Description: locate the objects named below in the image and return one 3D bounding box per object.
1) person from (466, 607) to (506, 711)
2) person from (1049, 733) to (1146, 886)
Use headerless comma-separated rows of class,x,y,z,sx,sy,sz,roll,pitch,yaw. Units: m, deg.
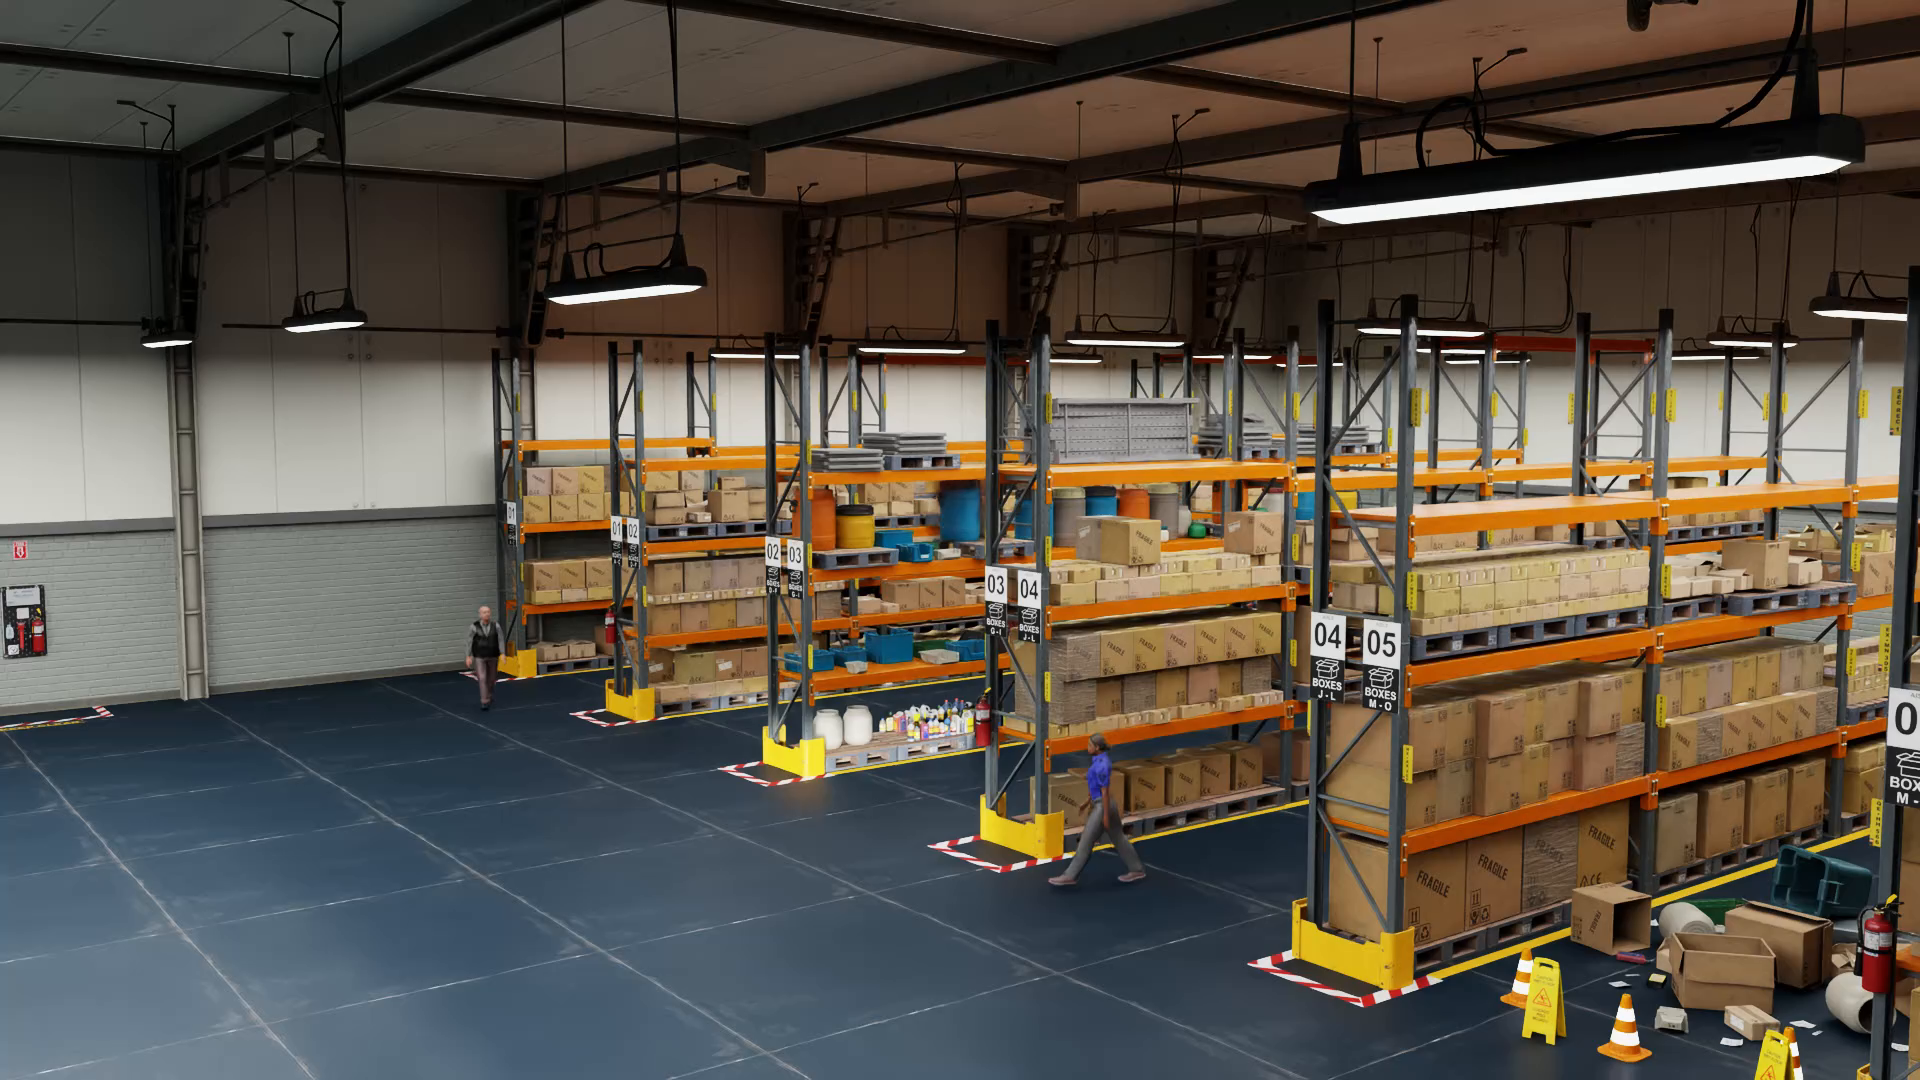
person,-7.784,1.929,27.307,0.602,1.681,1.057,-2,5,-23
person,1.449,2.807,17.457,1.022,1.591,0.502,0,5,5
